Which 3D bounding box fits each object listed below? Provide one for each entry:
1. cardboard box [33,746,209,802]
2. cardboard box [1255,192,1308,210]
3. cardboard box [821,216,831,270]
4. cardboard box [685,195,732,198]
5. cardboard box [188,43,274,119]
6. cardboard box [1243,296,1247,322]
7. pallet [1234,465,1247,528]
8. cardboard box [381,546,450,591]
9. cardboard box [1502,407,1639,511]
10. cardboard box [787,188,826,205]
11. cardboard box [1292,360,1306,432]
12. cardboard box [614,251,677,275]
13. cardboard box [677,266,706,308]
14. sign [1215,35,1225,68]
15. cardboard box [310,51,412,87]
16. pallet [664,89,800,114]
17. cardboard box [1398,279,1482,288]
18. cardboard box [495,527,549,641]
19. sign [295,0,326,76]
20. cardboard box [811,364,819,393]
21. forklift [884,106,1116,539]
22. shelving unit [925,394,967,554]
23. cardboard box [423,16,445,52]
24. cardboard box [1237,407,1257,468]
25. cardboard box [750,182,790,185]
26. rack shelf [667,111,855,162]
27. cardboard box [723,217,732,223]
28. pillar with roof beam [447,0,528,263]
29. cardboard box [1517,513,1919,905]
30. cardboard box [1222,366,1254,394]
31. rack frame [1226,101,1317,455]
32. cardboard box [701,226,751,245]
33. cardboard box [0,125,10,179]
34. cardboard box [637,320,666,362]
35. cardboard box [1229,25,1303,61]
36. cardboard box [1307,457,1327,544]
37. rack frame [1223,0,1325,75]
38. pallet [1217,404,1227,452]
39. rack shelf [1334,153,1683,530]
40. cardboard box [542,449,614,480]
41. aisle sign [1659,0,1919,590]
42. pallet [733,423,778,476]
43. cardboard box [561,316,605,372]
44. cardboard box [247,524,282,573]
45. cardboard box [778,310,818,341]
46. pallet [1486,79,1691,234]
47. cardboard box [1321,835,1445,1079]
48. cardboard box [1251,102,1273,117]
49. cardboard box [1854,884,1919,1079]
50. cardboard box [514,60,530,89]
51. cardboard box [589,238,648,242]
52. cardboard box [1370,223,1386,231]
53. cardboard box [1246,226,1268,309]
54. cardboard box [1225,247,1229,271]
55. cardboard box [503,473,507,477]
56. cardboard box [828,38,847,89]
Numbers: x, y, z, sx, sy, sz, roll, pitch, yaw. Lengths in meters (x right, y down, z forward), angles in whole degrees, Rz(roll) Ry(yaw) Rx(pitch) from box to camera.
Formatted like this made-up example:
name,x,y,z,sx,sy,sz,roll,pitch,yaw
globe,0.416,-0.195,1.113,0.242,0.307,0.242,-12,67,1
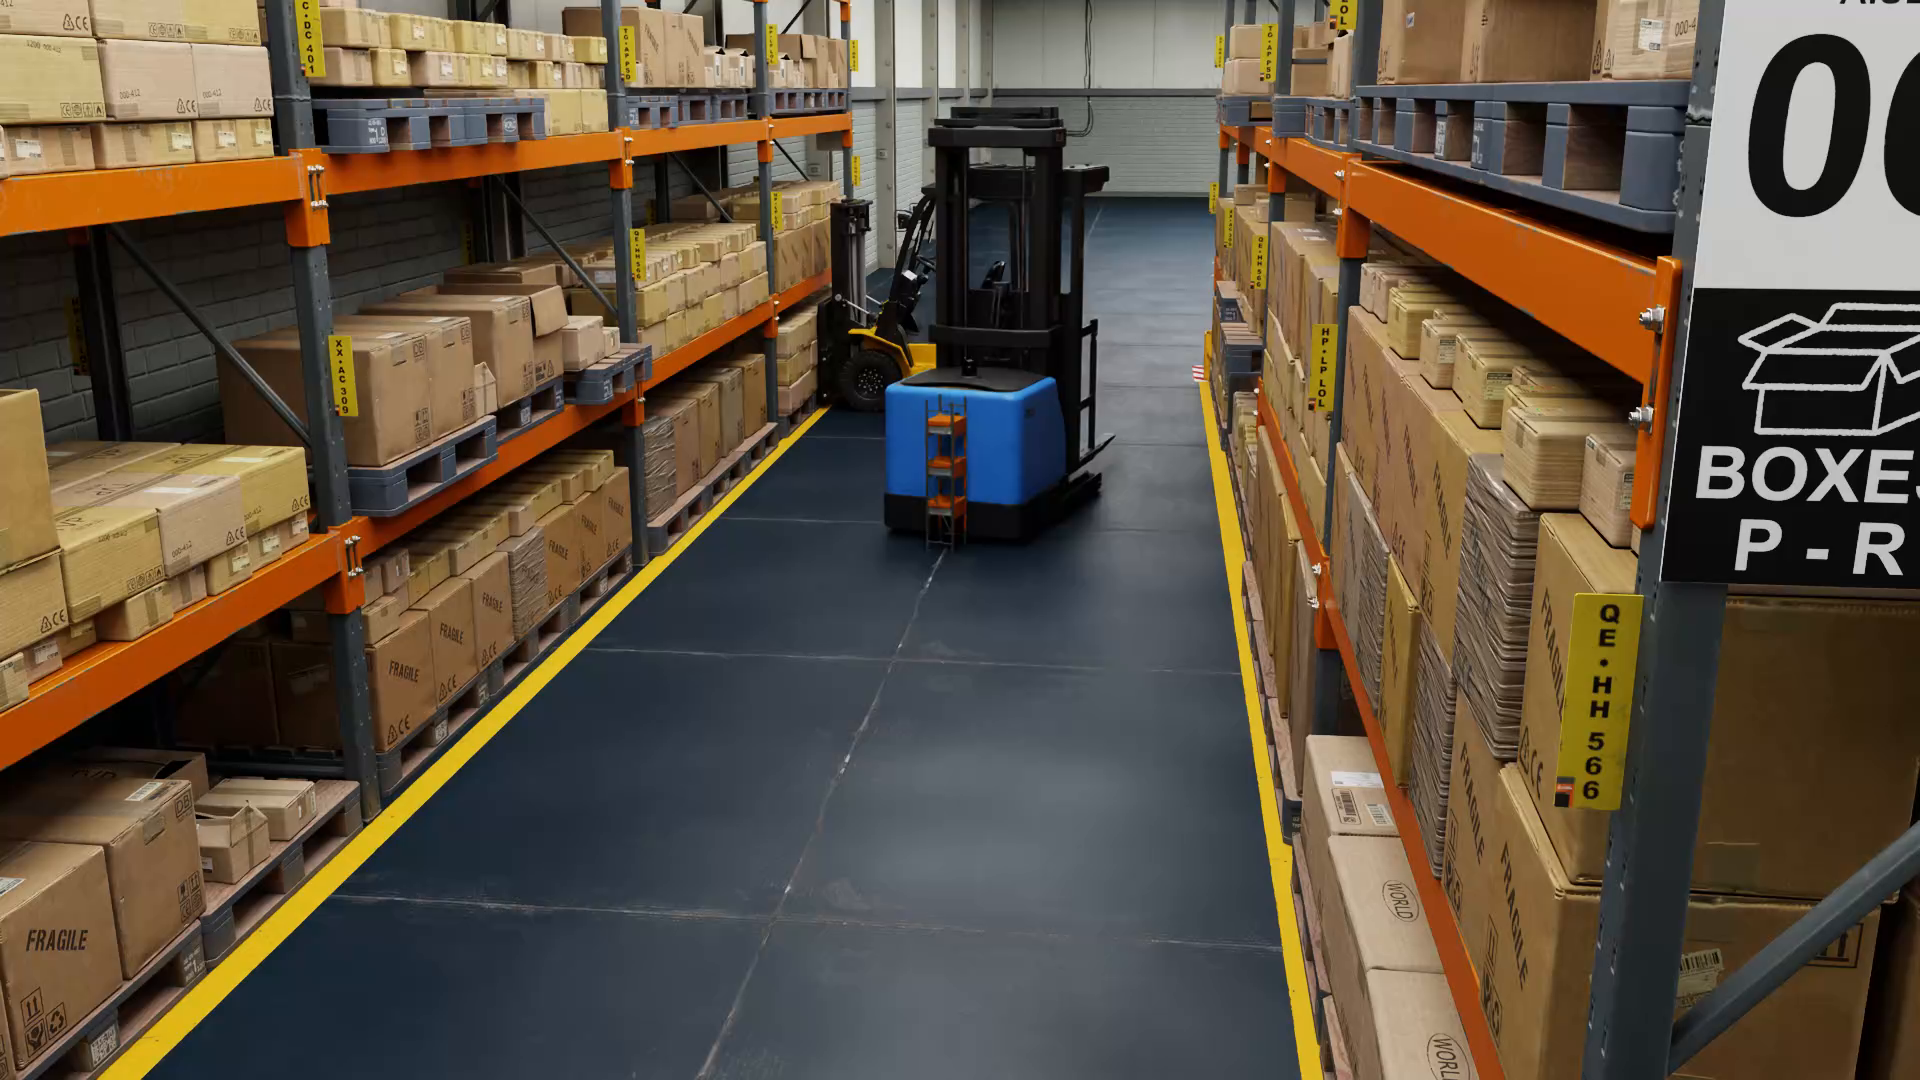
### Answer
name,x,y,z,sx,sy,sz,roll,pitch,yaw
cardboard box,-3.337,1.004,6.550,0.500,0.311,0.500,2,15,8
cardboard box,2.383,-2.497,12.341,0.380,0.149,0.250,3,15,9
cardboard box,-1.593,-3.014,16.870,0.500,0.500,0.500,1,15,5
cardboard box,-2.337,-3.127,15.476,0.380,0.149,0.250,1,15,5
cardboard box,-2.833,-1.643,5.961,0.500,0.250,0.500,2,15,6
cardboard box,2.155,-1.597,11.497,0.380,0.149,0.250,2,15,7
pallet,2.586,-0.320,12.442,1.003,0.211,1.213,2,15,6
cardboard box,-2.733,0.137,8.150,0.380,0.149,0.250,1,15,5
cardboard box,1.245,-0.152,3.129,0.380,0.149,0.250,2,15,6
cardboard box,-1.549,-3.440,16.634,0.380,0.149,0.250,2,15,7
cardboard box,1.814,-0.665,7.706,0.500,0.250,0.500,2,15,8
cardboard box,-2.198,-1.934,11.632,0.380,0.149,0.250,2,15,7
cardboard box,-2.149,-1.835,12.032,0.500,0.250,0.500,1,15,5
sign,2.720,-5.109,17.388,0.100,0.325,0.005,2,15,6
cardboard box,-2.604,-2.034,7.177,0.380,0.149,0.250,2,15,7
pallet,-2.054,-3.958,14.976,1.003,0.211,1.213,2,15,6
cardboard box,1.611,-0.746,5.325,0.380,0.149,0.250,2,15,6
cardboard box,-2.574,0.227,9.060,0.500,0.500,0.500,1,15,4
sign,-2.488,-1.939,6.351,0.100,0.325,0.005,2,15,6
cardboard box,-1.657,-1.588,16.250,0.500,0.250,0.500,2,15,7
forklift,0.464,-1.761,12.560,1.130,2.935,3.031,6,16,20
shelving unit,-0.094,-0.449,11.312,0.215,1.050,0.252,6,16,20
cardboard box,-2.525,-2.245,7.387,0.380,0.149,0.250,1,15,5
cardboard box,2.673,-0.797,13.093,0.950,0.372,0.625,3,15,10
cardboard box,-2.016,-3.725,17.688,0.380,0.149,0.250,2,15,8
rack shelf,-1.899,-3.950,16.156,1.077,0.370,4.000,2,15,6
cardboard box,-2.312,-2.917,15.271,0.380,0.149,0.250,2,15,8
pillar with roof beam,0.953,-4.427,10.795,9.100,9.000,0.400,2,15,6
cardboard box,1.271,0.264,2.833,0.500,0.500,0.500,2,15,8
cardboard box,2.608,-1.584,14.801,0.500,0.500,0.500,1,15,5
rack frame,2.807,-2.186,13.998,1.000,3.000,0.127,2,15,6
cardboard box,-1.954,-2.530,13.836,0.380,0.149,0.250,1,15,5
cardboard box,-2.919,-1.081,4.646,0.380,0.149,0.250,2,15,7
cardboard box,-2.283,-1.329,11.117,0.500,0.250,0.500,2,15,6
cardboard box,2.297,-3.736,12.510,0.500,0.250,0.500,1,15,5
cardboard box,1.705,-0.162,6.802,0.500,0.250,0.500,1,15,5
rack frame,3.259,-6.119,17.052,1.000,3.000,0.127,2,15,6
pallet,2.848,-1.015,15.010,1.003,0.211,1.213,2,15,6
rack shelf,1.679,-0.693,4.109,1.077,0.370,4.000,2,15,6
cardboard box,-2.380,-0.467,10.384,0.380,0.149,0.250,1,15,4
aisle sign,1.137,-0.319,2.114,0.394,0.787,0.004,2,15,6
pallet,-2.169,-0.792,14.188,1.003,0.211,1.213,2,15,6
cardboard box,-2.374,-1.140,9.616,0.500,0.250,0.500,1,15,4
cardboard box,-2.821,0.024,6.309,0.380,0.149,0.250,2,15,8
cardboard box,-1.646,-2.067,16.106,0.500,0.250,0.500,2,15,8
pallet,1.527,-0.671,2.821,1.003,0.211,1.213,2,15,6
cardboard box,1.627,1.315,5.155,0.875,0.438,0.875,1,15,5
cardboard box,2.539,-3.603,13.976,0.380,0.149,0.250,2,15,7
cardboard box,1.793,0.762,2.904,0.500,0.500,0.500,2,15,6
cardboard box,-2.543,-2.499,8.936,0.380,0.149,0.250,2,15,7
cardboard box,-2.596,-2.213,12.666,0.380,0.149,0.250,2,15,7
cardboard box,2.558,-1.537,9.493,0.500,0.500,0.500,1,15,5
cardboard box,2.179,-1.803,11.018,0.500,0.500,0.500,1,15,5
cardboard box,2.716,-2.768,15.392,0.500,0.500,0.500,2,15,8
cardboard box,-3.001,-0.408,10.167,0.380,0.149,0.250,2,15,8
cardboard box,-1.481,-4.993,17.448,0.500,0.500,0.500,2,15,8
